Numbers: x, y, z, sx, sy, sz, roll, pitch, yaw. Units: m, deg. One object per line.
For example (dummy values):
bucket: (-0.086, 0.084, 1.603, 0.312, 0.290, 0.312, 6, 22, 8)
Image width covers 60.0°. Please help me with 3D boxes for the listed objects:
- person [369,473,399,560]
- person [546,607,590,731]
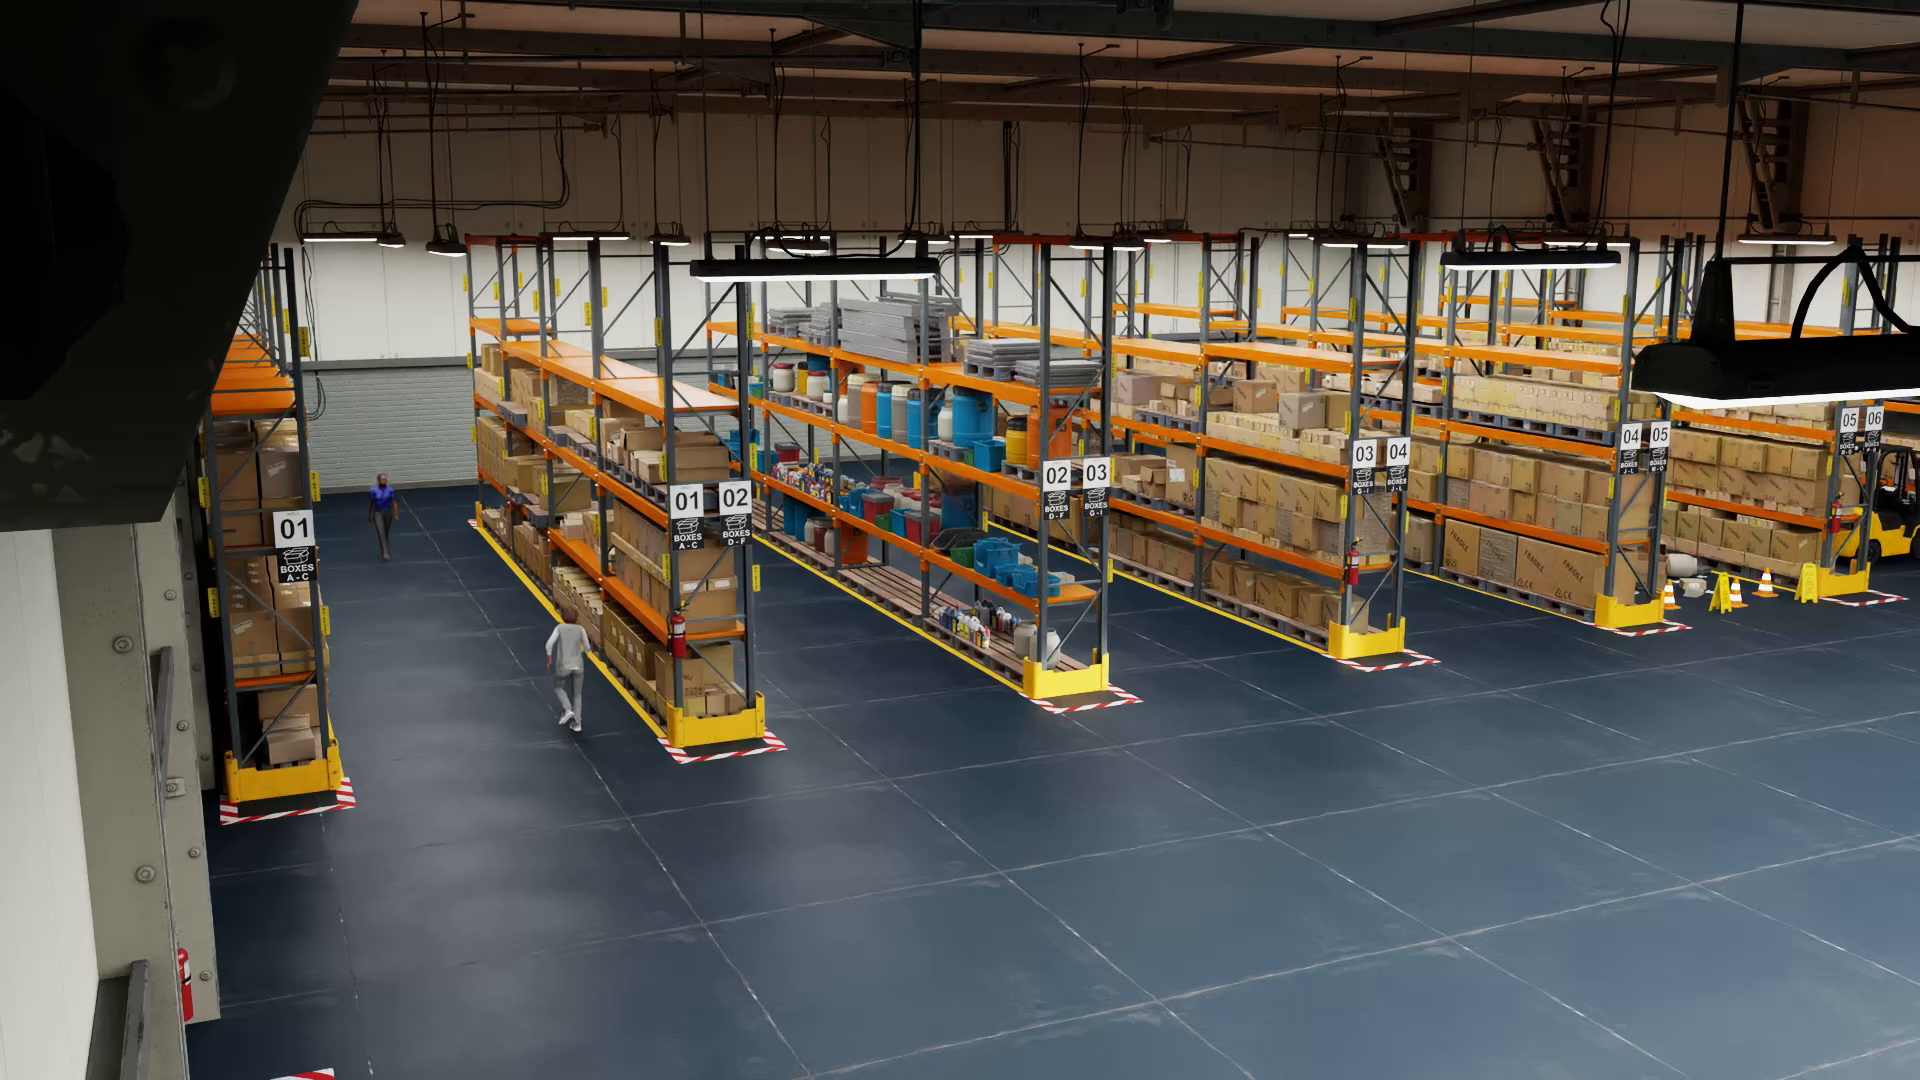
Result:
person: (-10.847, -0.477, 31.317, 0.480, 1.587, 1.045, -8, 13, -34)
person: (-4.937, 1.601, 20.985, 0.564, 1.493, 0.691, -4, 12, -21)
